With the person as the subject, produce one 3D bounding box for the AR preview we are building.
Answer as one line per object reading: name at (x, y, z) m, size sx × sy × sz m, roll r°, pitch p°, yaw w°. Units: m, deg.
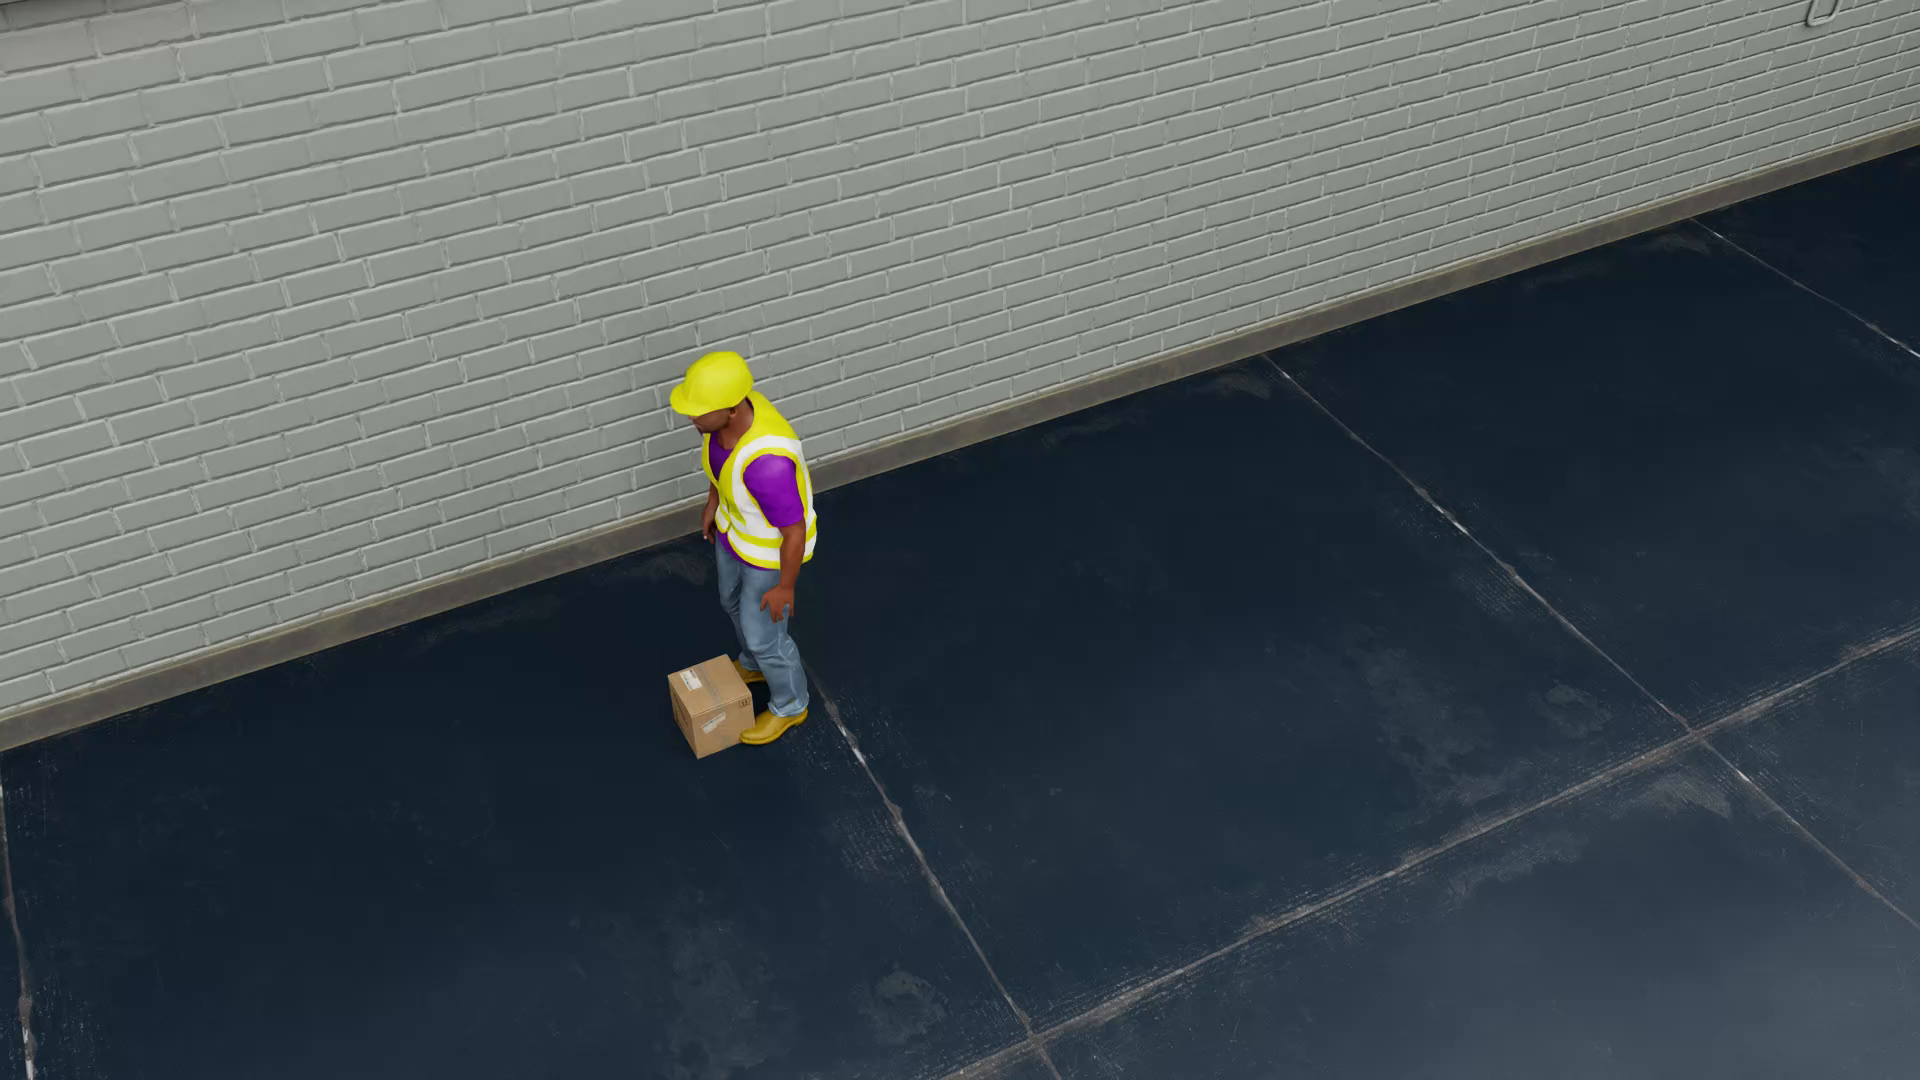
person at (-0.775, 0.015, 6.128) m, size 0.461 × 1.759 × 0.632 m, roll -22°, pitch 45°, yaw -23°
